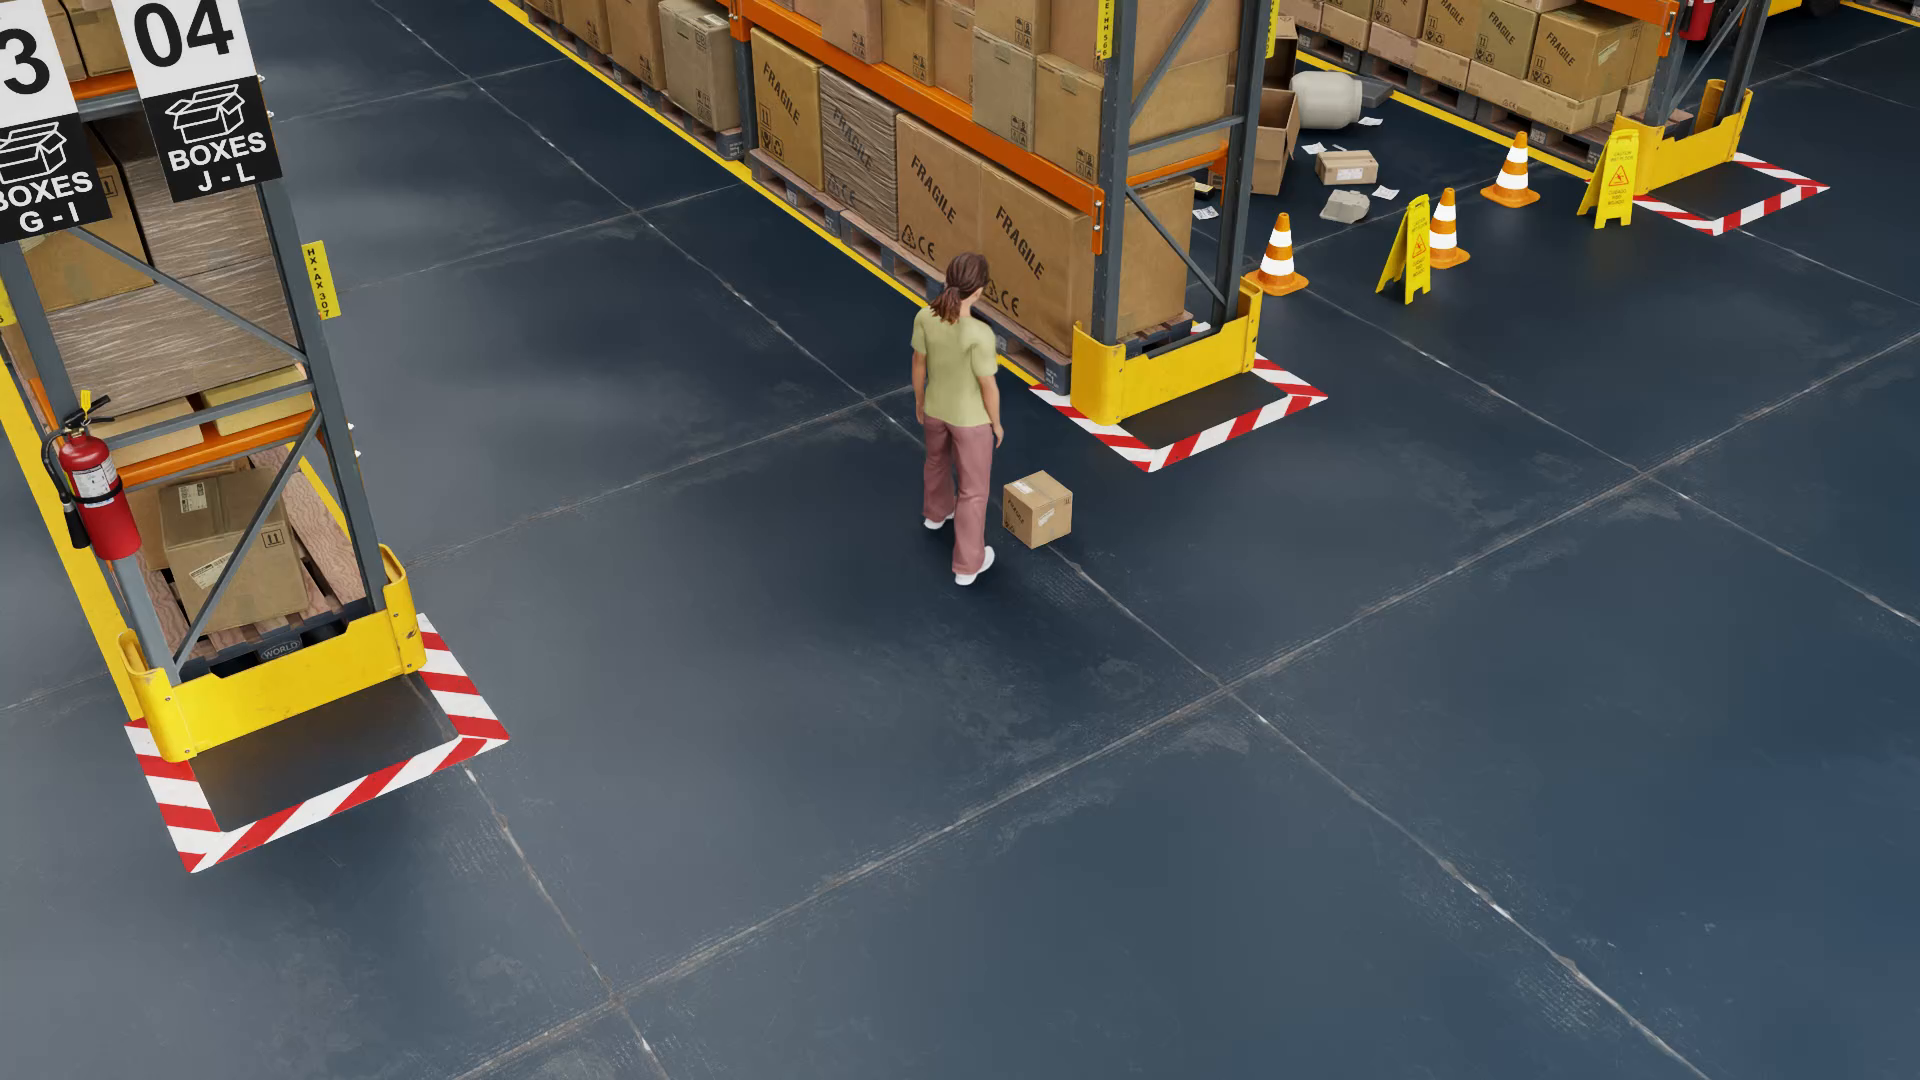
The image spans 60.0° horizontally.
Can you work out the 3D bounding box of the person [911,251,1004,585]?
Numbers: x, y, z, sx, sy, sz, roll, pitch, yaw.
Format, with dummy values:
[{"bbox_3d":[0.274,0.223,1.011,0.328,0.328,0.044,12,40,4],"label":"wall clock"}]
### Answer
[{"bbox_3d":[0.024,-0.638,7.848,0.551,1.671,0.561,25,43,30],"label":"person"}]
